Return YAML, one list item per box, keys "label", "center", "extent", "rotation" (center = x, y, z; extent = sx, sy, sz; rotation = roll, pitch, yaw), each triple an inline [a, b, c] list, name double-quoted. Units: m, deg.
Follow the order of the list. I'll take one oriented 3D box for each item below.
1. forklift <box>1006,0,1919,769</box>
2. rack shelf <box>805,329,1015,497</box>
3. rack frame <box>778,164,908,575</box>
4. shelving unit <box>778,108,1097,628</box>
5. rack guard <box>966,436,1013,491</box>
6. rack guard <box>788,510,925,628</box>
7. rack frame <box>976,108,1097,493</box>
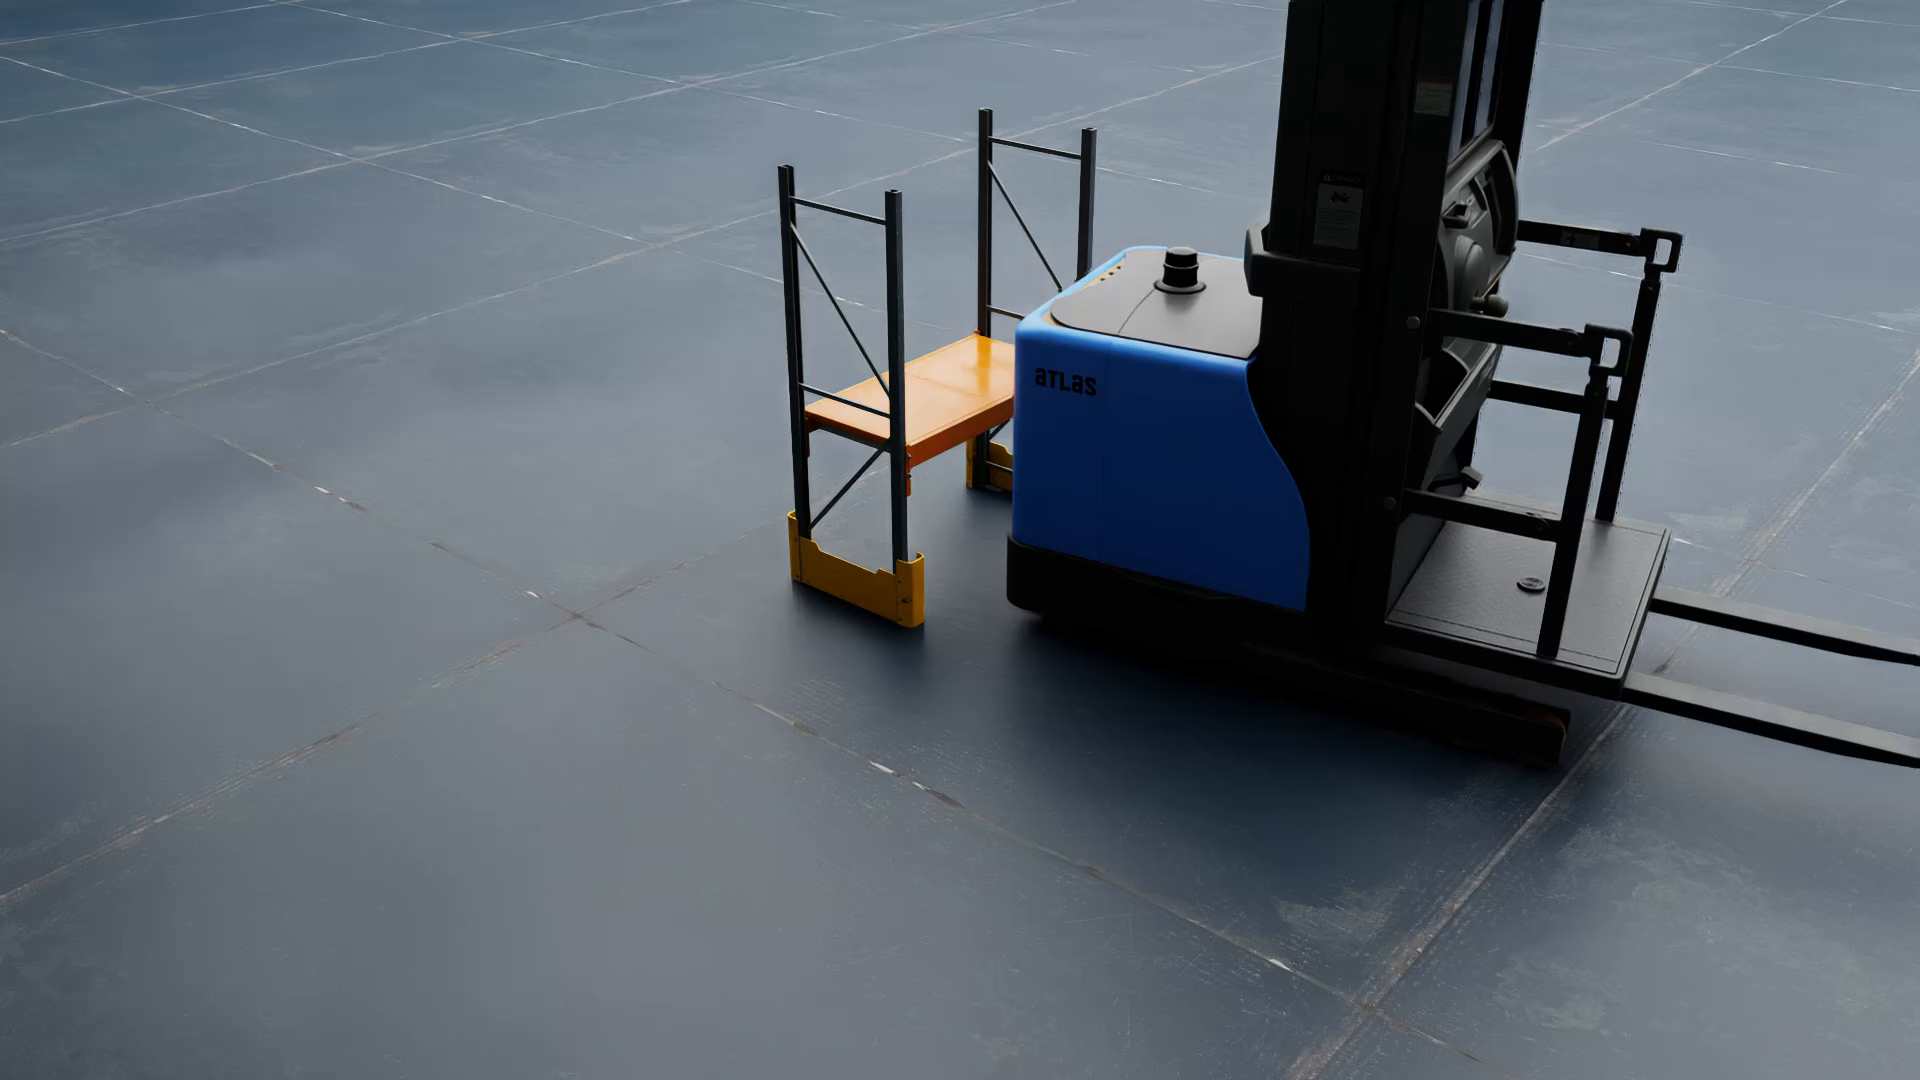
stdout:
- label: "forklift"
  center: [1.704, -0.910, 4.819]
  extent: [3.031, 2.935, 1.130]
  rotation: [14, 30, 25]
- label: "rack shelf"
  center: [-0.054, -0.476, 5.930]
  extent: [0.538, 0.185, 1.000]
  rotation: [21, 34, 34]
- label: "rack frame"
  center: [-0.378, -0.456, 5.499]
  extent: [0.500, 1.500, 0.032]
  rotation: [21, 34, 34]
- label: "shelving unit"
  center: [-0.049, -0.639, 5.853]
  extent: [0.587, 1.500, 1.083]
  rotation: [21, 34, 34]
- label: "rack guard"
  center: [0.268, -0.261, 6.482]
  extent: [0.587, 0.250, 0.087]
  rotation: [21, 34, 34]
- label: "rack guard"
  center: [-0.365, 0.093, 5.799]
  extent: [0.587, 0.250, 0.087]
  rotation: [21, 34, 34]
- label: "rack frame"
  center: [0.269, -0.816, 6.195]
  extent: [0.500, 1.500, 0.032]
  rotation: [21, 34, 34]
